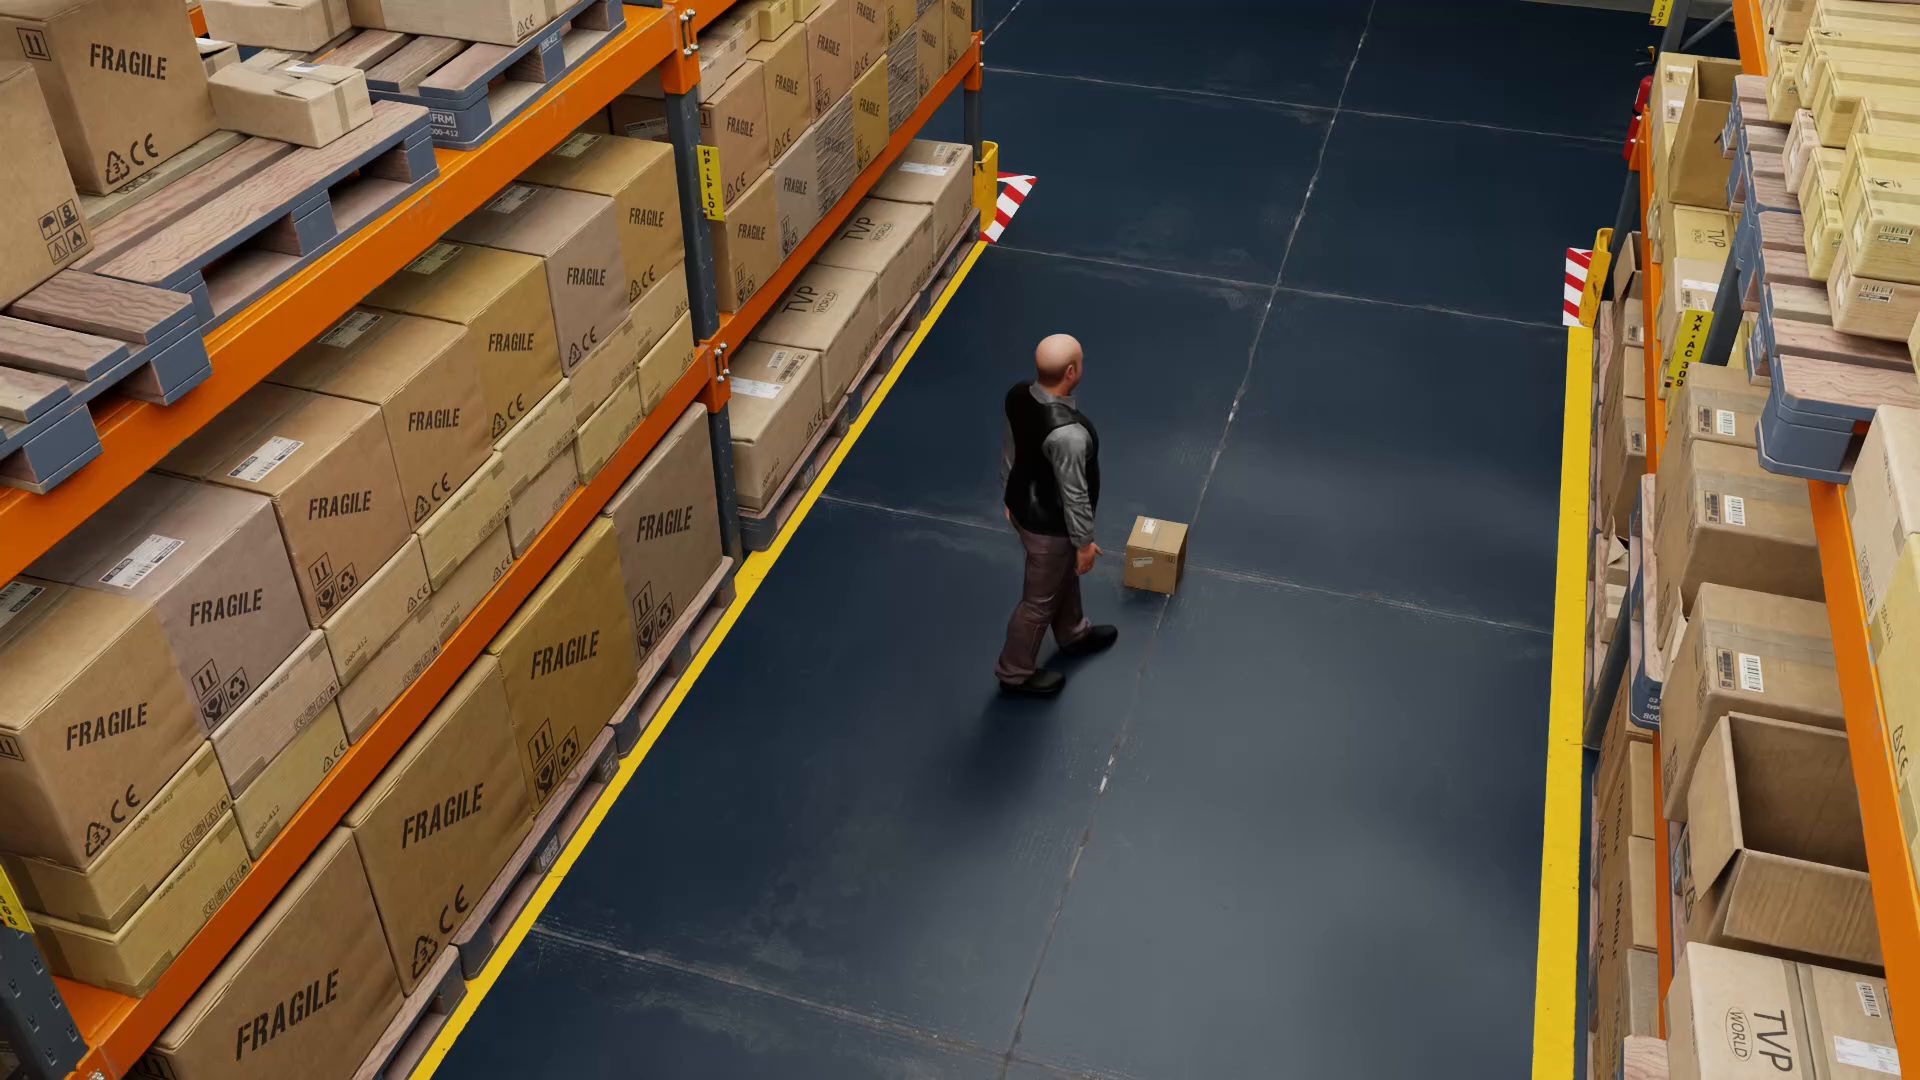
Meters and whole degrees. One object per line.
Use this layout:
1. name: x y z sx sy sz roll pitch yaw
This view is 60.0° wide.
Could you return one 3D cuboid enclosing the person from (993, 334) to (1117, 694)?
1. person: 0.457 -0.099 7.035 0.672 1.719 0.567 -11 38 -15
